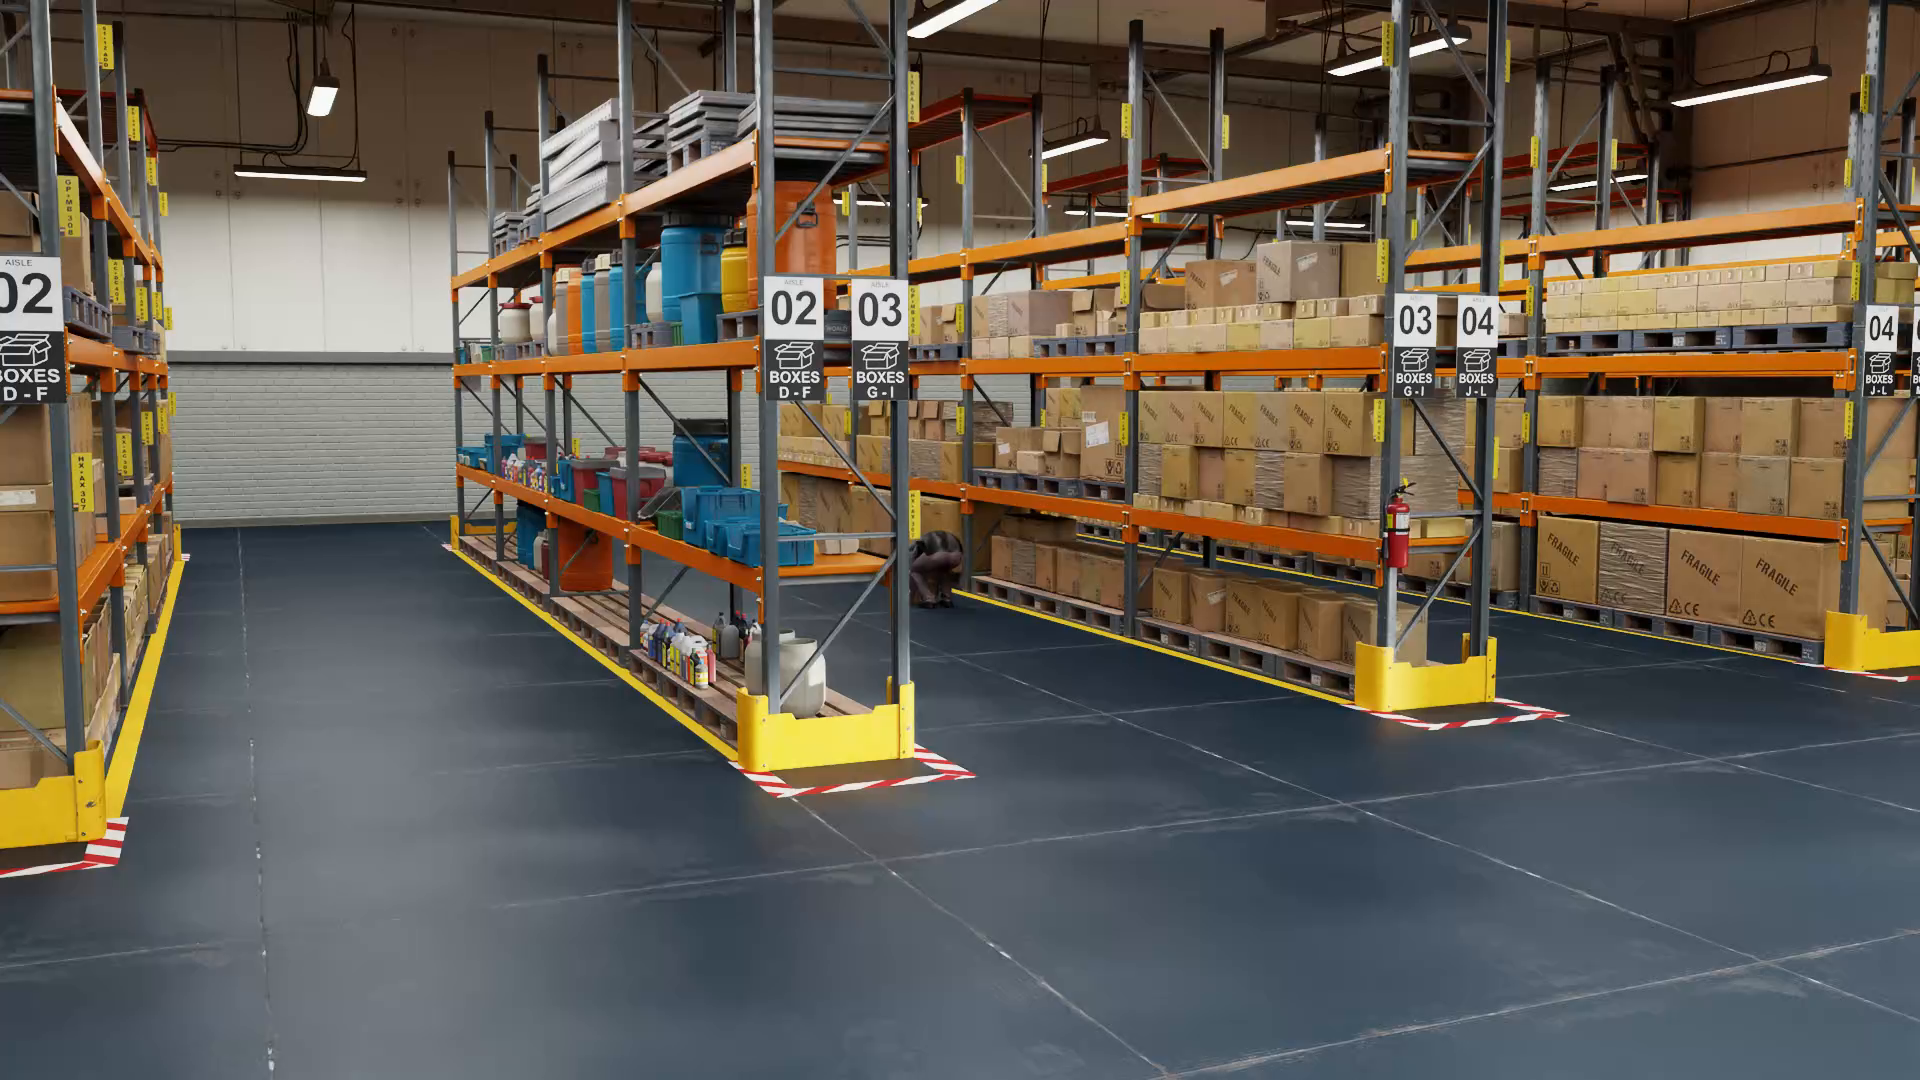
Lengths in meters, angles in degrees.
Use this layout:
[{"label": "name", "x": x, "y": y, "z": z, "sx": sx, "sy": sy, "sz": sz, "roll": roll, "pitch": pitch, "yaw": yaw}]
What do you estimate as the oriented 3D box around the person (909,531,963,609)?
[{"label": "person", "x": -0.330, "y": 0.325, "z": 18.929, "sx": 0.512, "sy": 0.884, "sz": 0.952, "roll": -3, "pitch": 6, "yaw": -26}]
